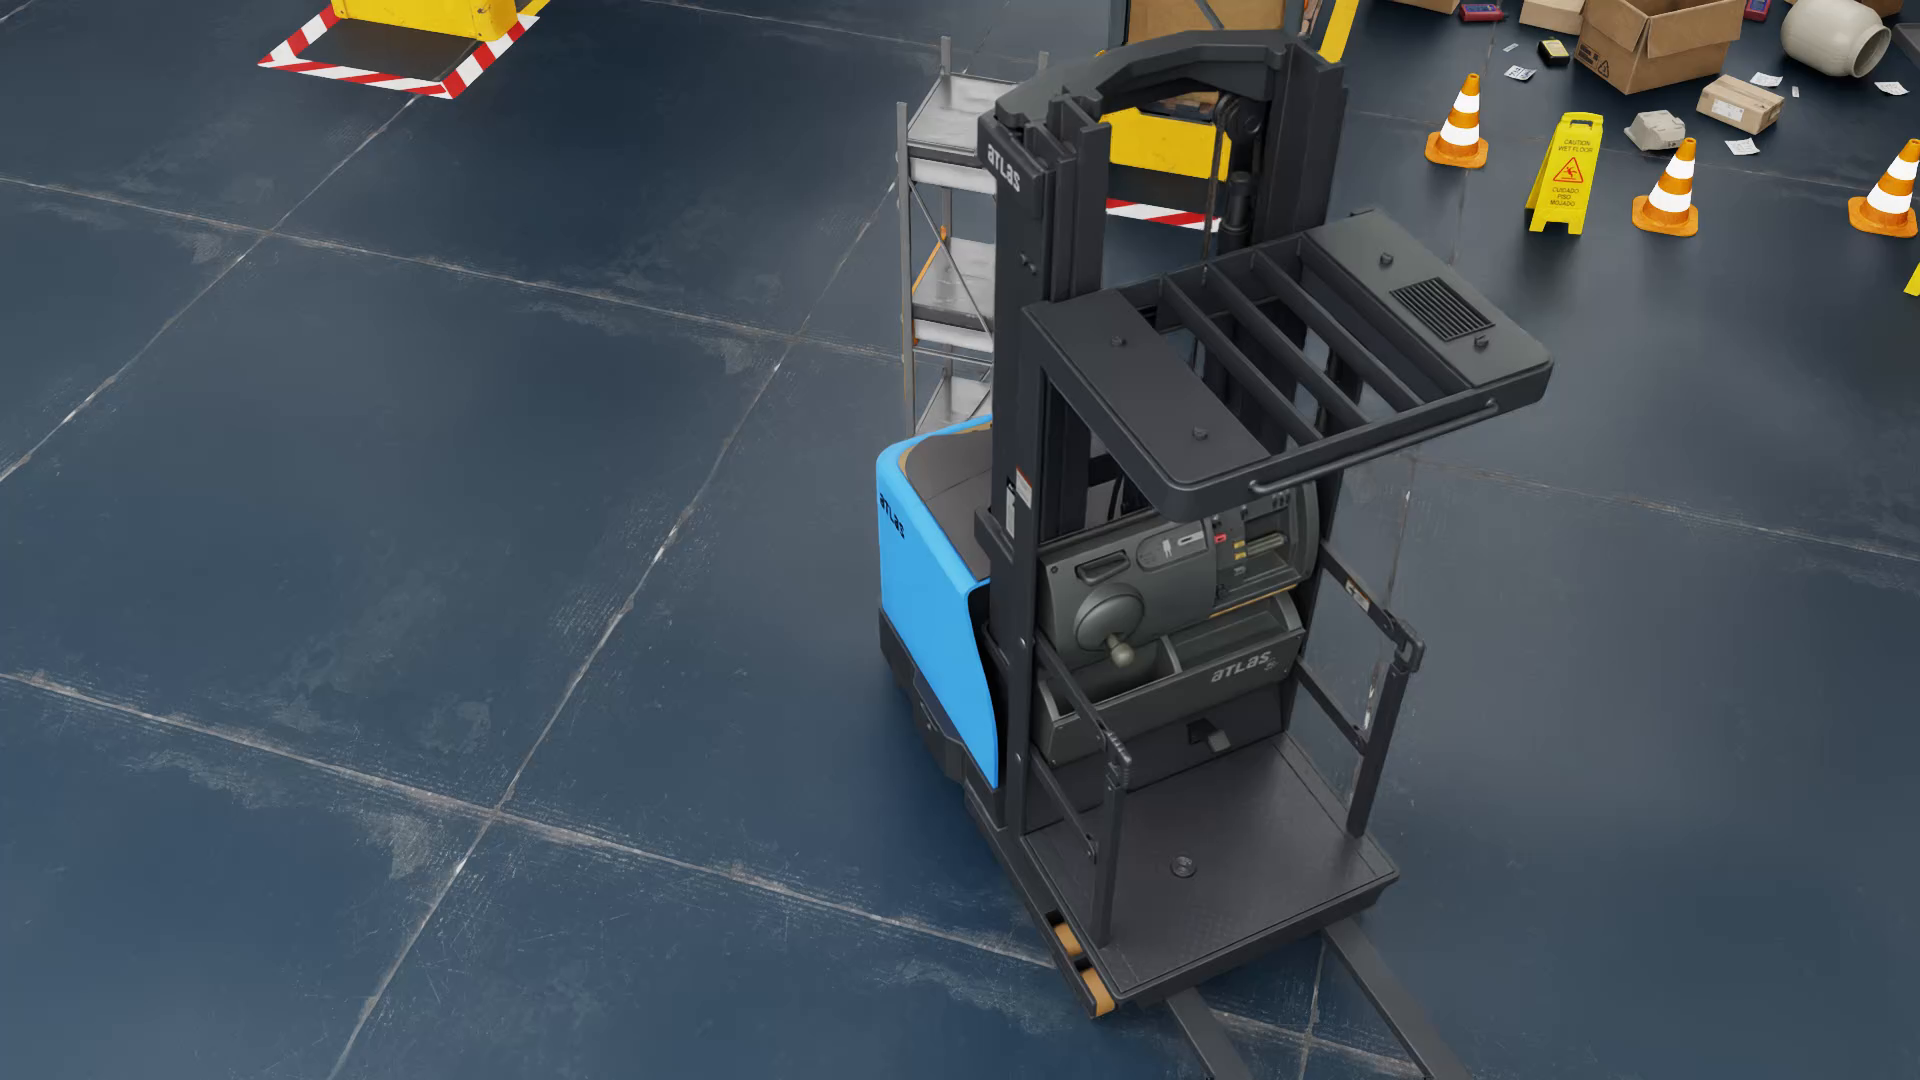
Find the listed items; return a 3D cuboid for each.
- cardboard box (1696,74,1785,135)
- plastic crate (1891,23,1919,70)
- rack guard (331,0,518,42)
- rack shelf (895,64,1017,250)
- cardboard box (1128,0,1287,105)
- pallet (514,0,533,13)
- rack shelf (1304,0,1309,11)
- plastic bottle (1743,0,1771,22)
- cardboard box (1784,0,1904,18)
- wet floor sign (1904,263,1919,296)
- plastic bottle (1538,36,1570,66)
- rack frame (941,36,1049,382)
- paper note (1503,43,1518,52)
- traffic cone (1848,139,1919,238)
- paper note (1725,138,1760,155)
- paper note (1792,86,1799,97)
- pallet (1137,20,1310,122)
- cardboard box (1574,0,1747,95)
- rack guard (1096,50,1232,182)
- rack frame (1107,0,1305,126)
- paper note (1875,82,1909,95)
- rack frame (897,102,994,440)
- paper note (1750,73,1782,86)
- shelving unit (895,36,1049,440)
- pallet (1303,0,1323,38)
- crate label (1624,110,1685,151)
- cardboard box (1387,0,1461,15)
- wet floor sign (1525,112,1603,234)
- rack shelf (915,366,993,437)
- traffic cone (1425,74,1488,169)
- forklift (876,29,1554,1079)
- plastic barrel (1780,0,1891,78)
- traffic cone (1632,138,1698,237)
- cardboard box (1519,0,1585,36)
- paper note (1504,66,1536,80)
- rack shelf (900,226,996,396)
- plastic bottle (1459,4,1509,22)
[{"bbox_3d":[4.511,-2.519,9.617,0.250,0.149,0.380,-33,53,-29],"label":"cardboard box"},{"bbox_3d":[5.994,-2.987,10.144,0.402,0.080,0.583,-2,44,-2],"label":"plastic crate"},{"bbox_3d":[-3.382,-3.493,10.362,1.175,0.500,0.348,13,46,13],"label":"rack guard"},{"bbox_3d":[0.050,-1.351,6.047,0.431,0.518,0.480,13,46,12],"label":"rack shelf"},{"bbox_3d":[1.434,-3.075,9.366,0.875,0.875,0.875,13,46,13],"label":"cardboard box"},{"bbox_3d":[-3.103,-3.924,11.008,1.003,0.211,1.213,13,46,13],"label":"pallet"},{"bbox_3d":[1.897,-4.294,9.907,1.077,0.370,4.000,13,46,13],"label":"rack shelf"},{"bbox_3d":[5.073,-3.390,10.570,0.133,0.061,0.283,20,48,19],"label":"plastic bottle"},{"bbox_3d":[5.629,-3.585,10.453,0.500,0.500,0.500,-24,49,-22],"label":"cardboard box"},{"bbox_3d":[4.962,-1.496,8.216,0.267,0.644,0.232,28,51,26],"label":"wet floor sign"},{"bbox_3d":[3.621,-2.996,10.167,0.133,0.061,0.283,-2,44,-2],"label":"plastic bottle"},{"bbox_3d":[0.124,-1.023,6.694,0.400,2.100,0.015,13,46,12],"label":"rack frame"},{"bbox_3d":[3.393,-3.034,10.242,0.123,0.001,0.032,-33,53,-29],"label":"paper note"},{"bbox_3d":[4.940,-1.890,8.750,0.336,0.463,0.334,13,46,13],"label":"traffic cone"},{"bbox_3d":[4.429,-2.228,9.404,0.148,0.019,0.142,-2,44,-2],"label":"paper note"},{"bbox_3d":[4.953,-2.658,9.858,0.032,0.001,0.123,13,46,13],"label":"paper note"},{"bbox_3d":[1.459,-2.771,9.830,1.003,0.211,1.213,13,46,13],"label":"pallet"},{"bbox_3d":[4.158,-3.052,9.908,0.797,0.503,0.637,-16,47,-16],"label":"cardboard box"},{"bbox_3d":[1.284,-2.309,9.151,1.175,0.500,0.348,13,46,13],"label":"rack guard"},{"bbox_3d":[1.291,-3.218,8.293,1.000,3.000,0.127,13,46,13],"label":"rack frame"},{"bbox_3d":[5.537,-2.690,9.876,0.142,0.019,0.148,-2,44,-2],"label":"paper note"},{"bbox_3d":[-0.024,-0.698,6.361,0.400,2.100,0.015,13,46,12],"label":"rack frame"},{"bbox_3d":[4.829,-2.758,9.954,0.148,0.019,0.142,28,51,26],"label":"paper note"},{"bbox_3d":[0.050,-0.861,6.527,0.431,2.100,0.503,13,46,12],"label":"shelving unit"},{"bbox_3d":[1.830,-3.582,10.658,1.003,0.211,1.213,13,46,13],"label":"pallet"},{"bbox_3d":[3.958,-2.320,9.421,0.250,0.136,0.298,-9,45,-9],"label":"crate label"},{"bbox_3d":[3.010,-3.740,10.612,0.500,0.500,0.500,20,48,19],"label":"cardboard box"},{"bbox_3d":[3.169,-1.938,8.668,0.267,0.644,0.232,5,45,5],"label":"wet floor sign"},{"bbox_3d":[0.050,-0.351,7.026,0.431,0.518,0.480,13,46,12],"label":"rack shelf"},{"bbox_3d":[2.805,-2.365,9.235,0.336,0.463,0.334,13,46,13],"label":"traffic cone"},{"bbox_3d":[0.774,0.177,4.873,1.130,2.935,3.031,-19,47,-18],"label":"forklift"},{"bbox_3d":[5.222,-3.014,9.926,0.421,0.421,0.512,-24,49,-22],"label":"plastic barrel"},{"bbox_3d":[3.779,-1.899,8.759,0.336,0.463,0.334,13,46,13],"label":"traffic cone"},{"bbox_3d":[3.737,-3.371,10.405,0.396,0.266,0.258,20,48,19],"label":"cardboard box"},{"bbox_3d":[3.372,-2.814,10.004,0.144,0.017,0.142,28,51,26],"label":"paper note"},{"bbox_3d":[0.050,-0.851,6.537,0.431,0.518,0.480,13,46,12],"label":"rack shelf"},{"bbox_3d":[3.314,-3.333,10.511,0.283,0.061,0.133,-2,44,-2],"label":"plastic bottle"}]
